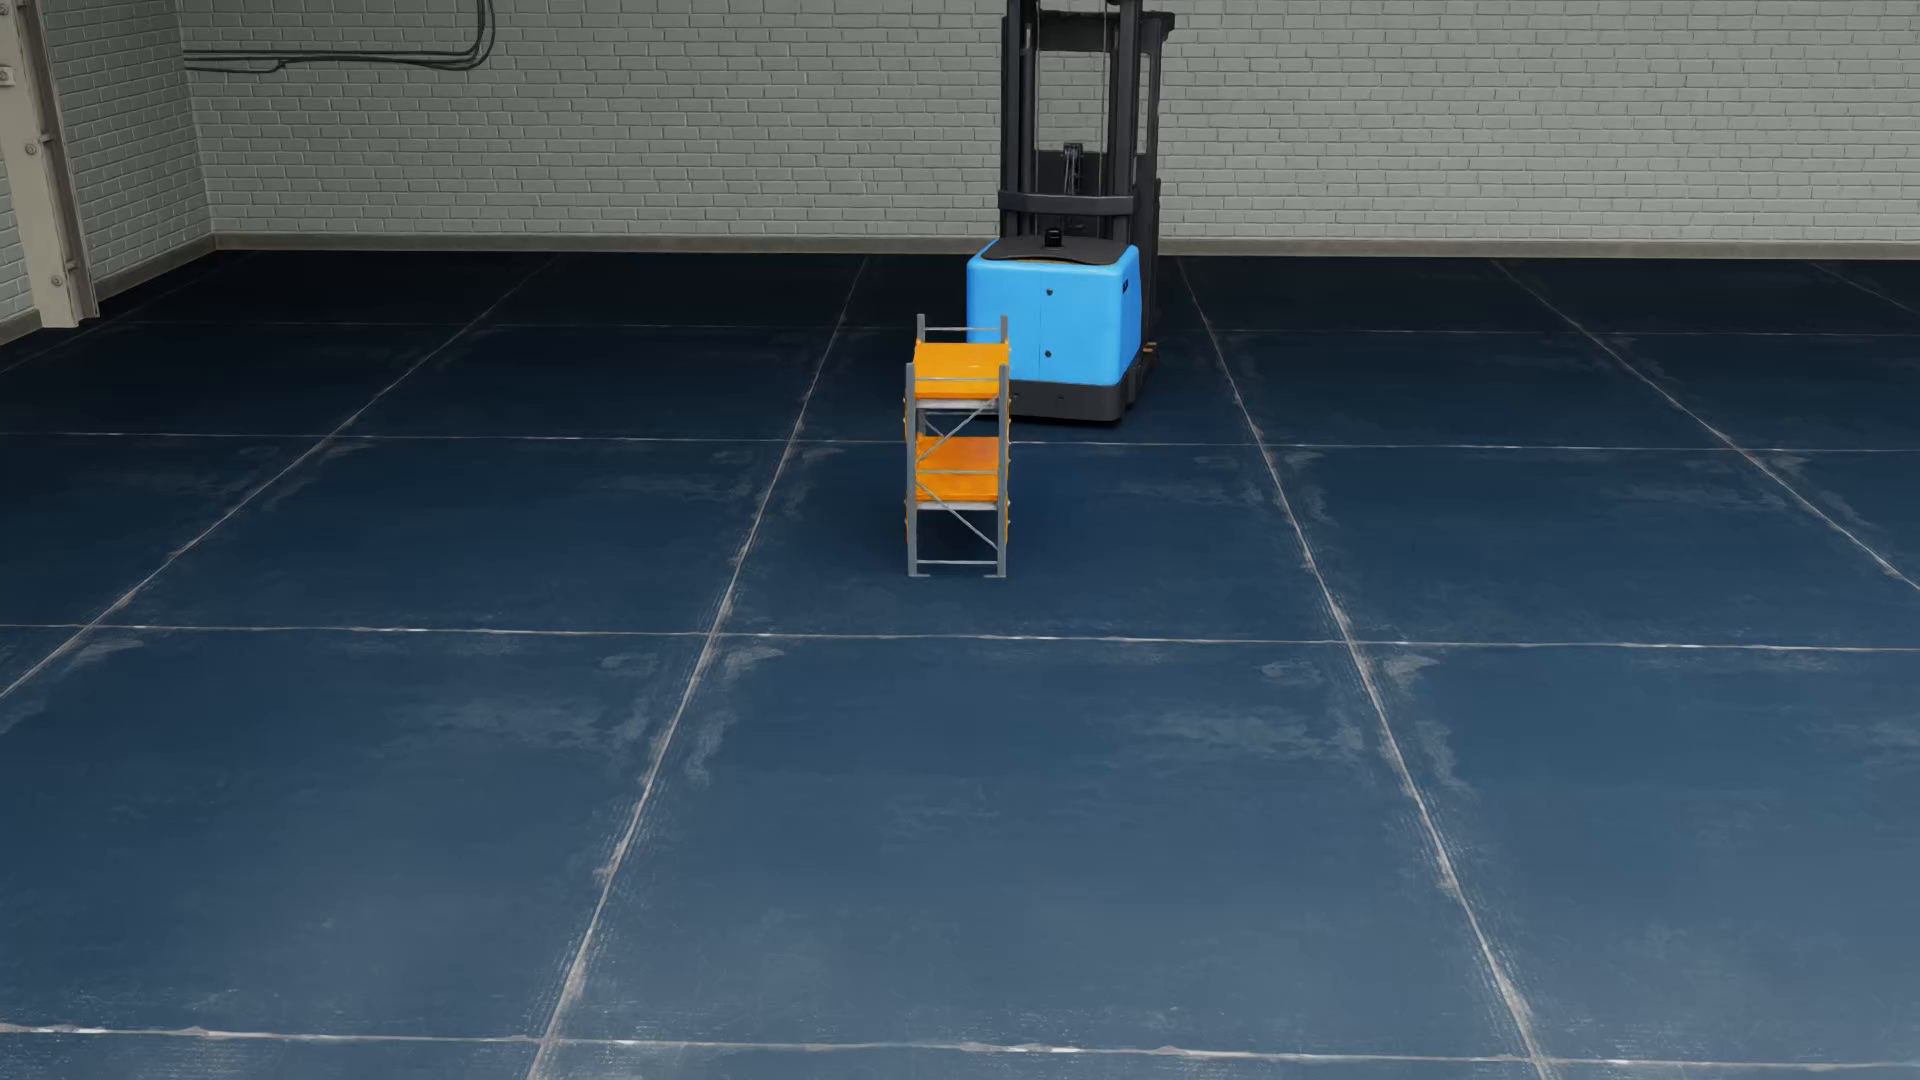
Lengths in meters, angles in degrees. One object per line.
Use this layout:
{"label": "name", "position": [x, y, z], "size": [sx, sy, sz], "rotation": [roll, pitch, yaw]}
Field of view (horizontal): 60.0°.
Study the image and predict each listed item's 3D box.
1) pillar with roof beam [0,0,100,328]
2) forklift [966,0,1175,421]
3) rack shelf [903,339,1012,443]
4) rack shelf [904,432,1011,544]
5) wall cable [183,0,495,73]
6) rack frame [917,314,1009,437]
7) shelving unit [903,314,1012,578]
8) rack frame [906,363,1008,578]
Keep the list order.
{"label": "pillar with roof beam", "position": [-3.004, -5.941, 11.900], "size": [9.100, 9.000, 0.400], "rotation": [1, 21, 2]}
{"label": "forklift", "position": [0.880, -2.641, 11.782], "size": [1.130, 2.935, 3.031], "rotation": [5, 22, 13]}
{"label": "rack shelf", "position": [0.000, -0.795, 8.713], "size": [0.538, 0.278, 1.000], "rotation": [1, 21, 2]}
{"label": "rack shelf", "position": [0.000, -0.294, 8.908], "size": [0.538, 0.278, 1.000], "rotation": [1, 21, 2]}
{"label": "wall cable", "position": [-5.896, -5.591, 15.292], "size": [3.097, 2.526, 0.112], "rotation": [1, 21, 2]}
{"label": "rack frame", "position": [0.015, -0.706, 9.293], "size": [0.500, 1.125, 0.032], "rotation": [1, 21, 2]}
{"label": "shelving unit", "position": [0.000, -0.522, 8.819], "size": [0.538, 1.125, 1.048], "rotation": [1, 21, 2]}
{"label": "rack frame", "position": [-0.016, -0.338, 8.345], "size": [0.500, 1.125, 0.032], "rotation": [1, 21, 2]}
